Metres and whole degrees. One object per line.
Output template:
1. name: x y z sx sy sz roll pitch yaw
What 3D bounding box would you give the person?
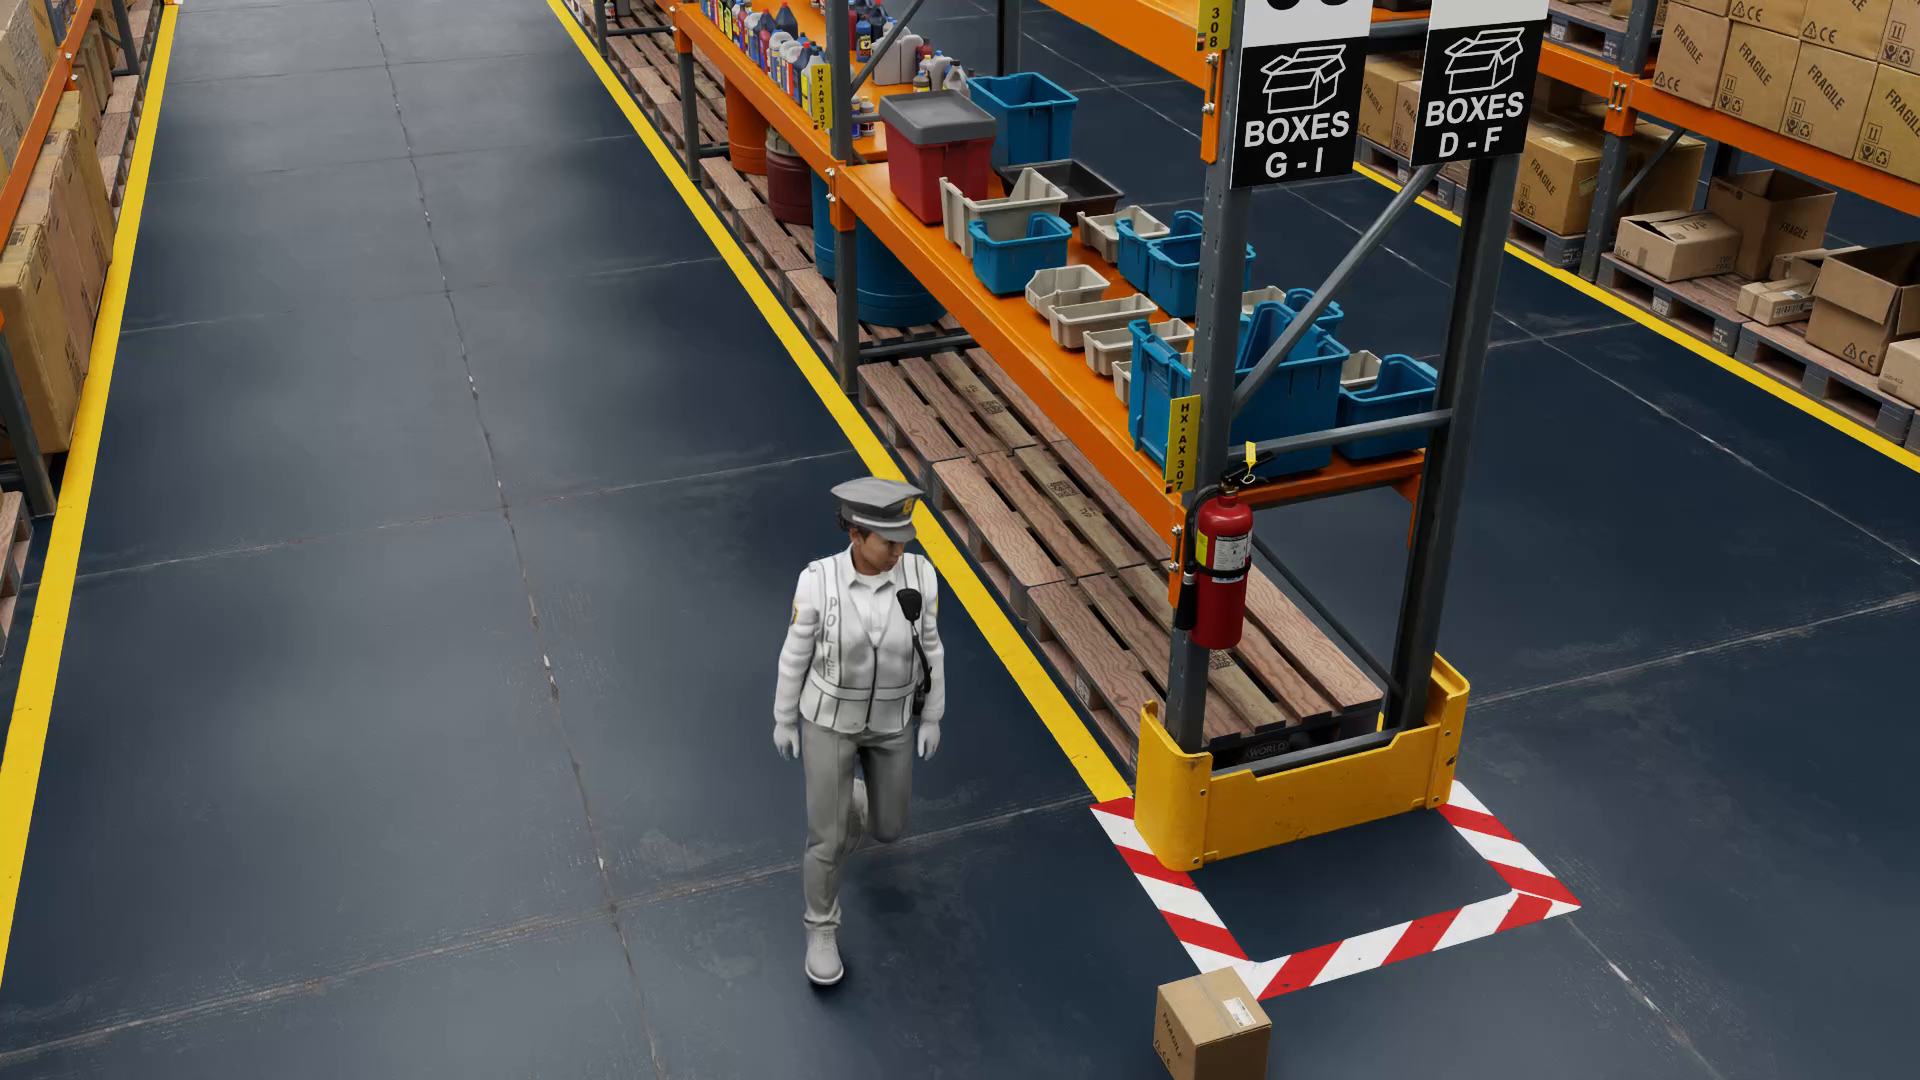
1. person: -0.316 0.534 5.190 0.535 1.629 0.682 -7 31 -12
